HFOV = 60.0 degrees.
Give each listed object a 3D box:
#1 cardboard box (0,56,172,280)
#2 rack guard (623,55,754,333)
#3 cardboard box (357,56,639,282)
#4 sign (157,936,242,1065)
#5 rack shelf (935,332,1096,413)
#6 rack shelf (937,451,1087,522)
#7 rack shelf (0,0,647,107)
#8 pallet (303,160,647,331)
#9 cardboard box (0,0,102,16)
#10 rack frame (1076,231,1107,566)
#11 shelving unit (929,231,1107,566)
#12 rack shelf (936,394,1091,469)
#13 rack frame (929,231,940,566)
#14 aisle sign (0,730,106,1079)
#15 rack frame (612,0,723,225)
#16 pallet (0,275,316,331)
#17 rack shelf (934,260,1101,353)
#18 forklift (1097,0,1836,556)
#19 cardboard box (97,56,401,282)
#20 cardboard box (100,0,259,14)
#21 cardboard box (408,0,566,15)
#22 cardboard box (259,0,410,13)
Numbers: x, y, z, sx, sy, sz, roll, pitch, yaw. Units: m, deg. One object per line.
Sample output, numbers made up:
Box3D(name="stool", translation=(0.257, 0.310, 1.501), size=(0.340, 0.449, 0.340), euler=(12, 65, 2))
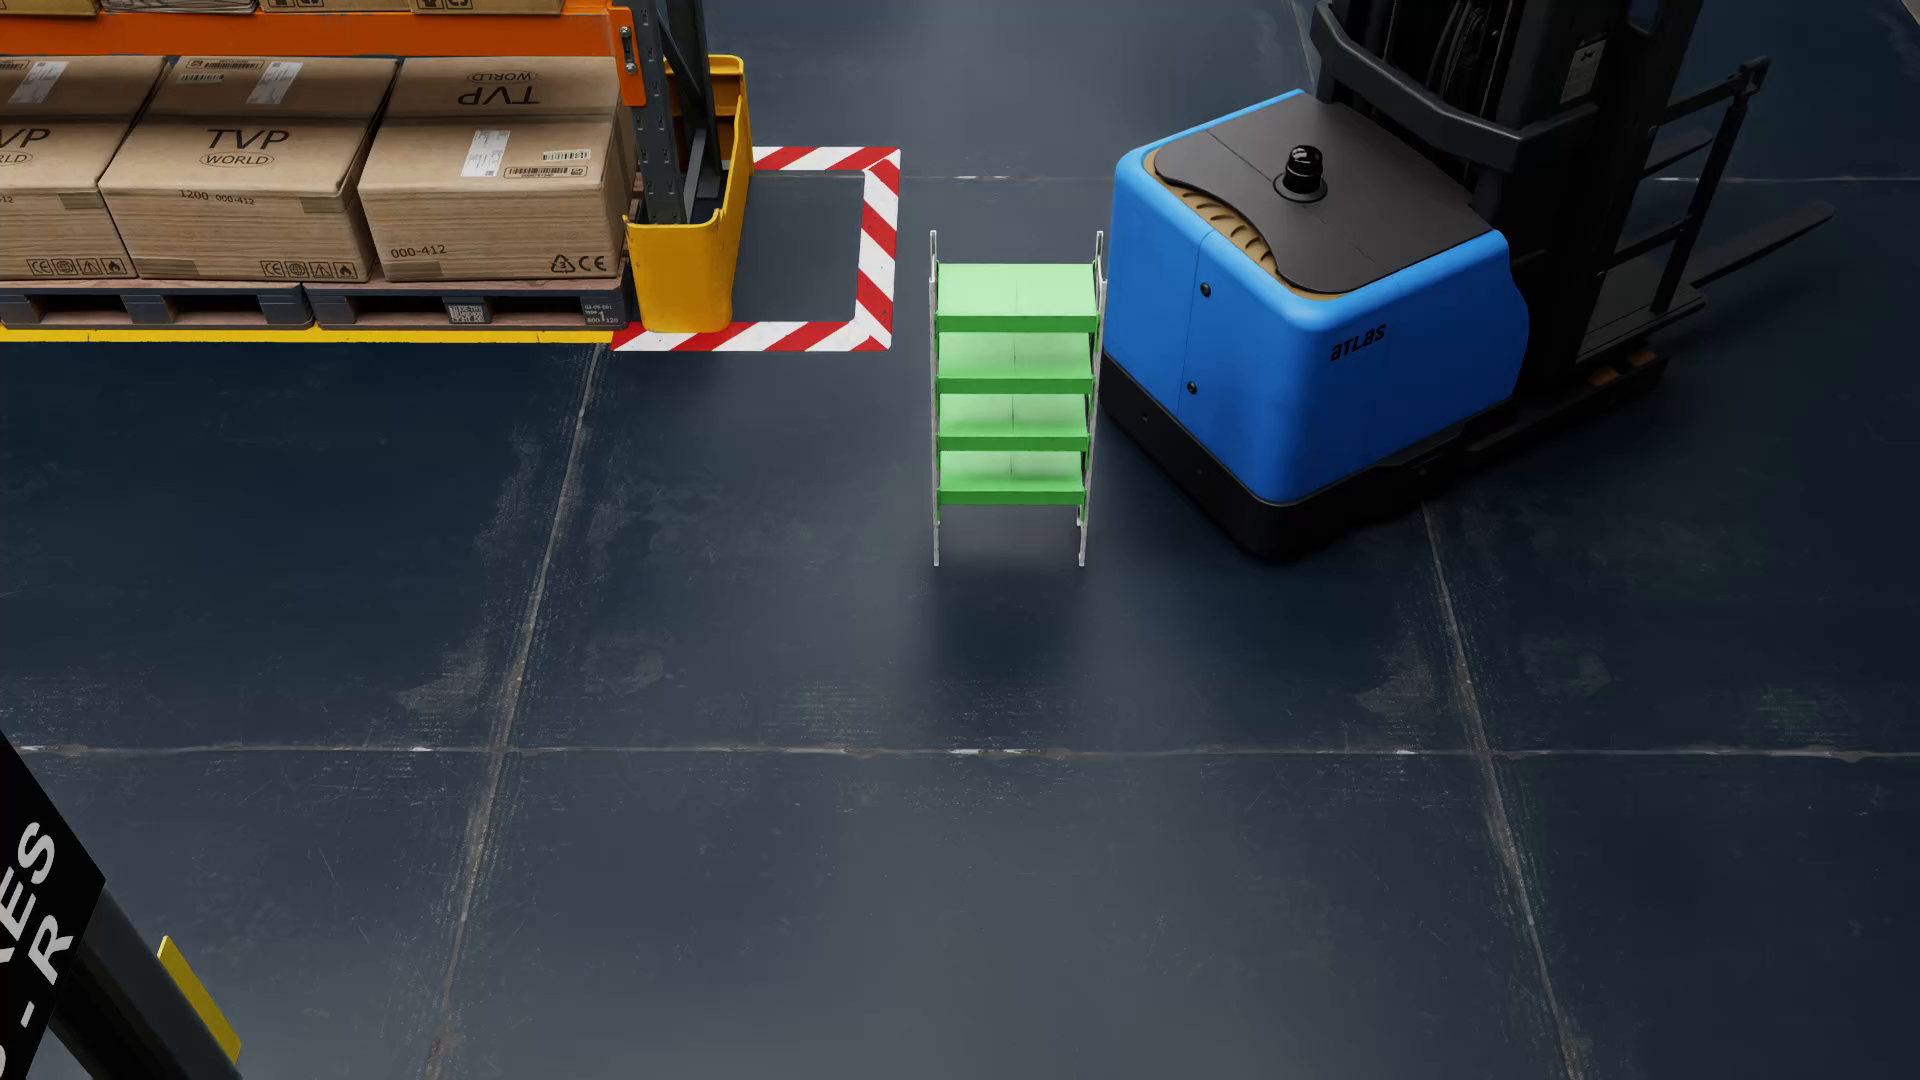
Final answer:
Box3D(name="cardboard box", translation=(-3.561, -1.447, 6.429), size=(0.875, 0.438, 0.875), euler=(-1, 47, -1))
Box3D(name="rack guard", translation=(-1.060, -1.397, 6.626), size=(0.348, 0.500, 1.175), euler=(0, 47, 0))
Box3D(name="cardboard box", translation=(-1.744, -1.447, 6.429), size=(0.875, 0.438, 0.875), euler=(-1, 47, -1))
Box3D(name="sign", translation=(-1.097, 0.693, 2.382), size=(0.005, 0.325, 0.100), euler=(0, 47, 0))
Box3D(name="rack shelf", translation=(0.166, -0.528, 5.099), size=(0.480, 0.148, 0.258), euler=(0, 47, 0))
Box3D(name="rack shelf", translation=(0.166, -0.201, 5.451), size=(0.480, 0.148, 0.258), euler=(0, 47, 0))
Box3D(name="rack shelf", translation=(-3.084, -2.009, 5.980), size=(4.000, 0.370, 1.077), euler=(0, 47, 0))
Box3D(name="pallet", translation=(-1.884, -1.243, 6.681), size=(1.213, 0.211, 1.003), euler=(0, 47, 0))
Box3D(name="cardboard box", translation=(-3.100, -2.089, 5.494), size=(0.500, 0.500, 0.500), euler=(1, 47, 1))
Box3D(name="rack frame", translation=(0.410, -0.408, 5.228), size=(0.015, 1.200, 0.240), euler=(0, 47, 0))
Box3D(name="shelving unit", translation=(0.166, -0.408, 5.228), size=(0.503, 1.200, 0.258), euler=(0, 47, 0))
Box3D(name="rack shelf", translation=(0.166, -0.365, 5.275), size=(0.480, 0.148, 0.258), euler=(0, 47, 0))
Box3D(name="rack frame", translation=(-0.078, -0.409, 5.229), size=(0.015, 1.200, 0.240), euler=(0, 47, 0))
Box3D(name="aisle sign", translation=(-1.029, 0.284, 1.578), size=(0.004, 0.787, 0.394), euler=(0, 47, 0))
Box3D(name="rack frame", translation=(-1.084, -2.248, 5.711), size=(0.127, 3.000, 1.000), euler=(0, 47, 0))
Box3D(name="pallet", translation=(-3.101, -1.249, 6.686), size=(1.213, 0.211, 1.003), euler=(0, 47, 0))
Box3D(name="rack shelf", translation=(0.166, -0.692, 4.924), size=(0.480, 0.148, 0.258), euler=(0, 47, 0))
Box3D(name="forklift", translation=(2.009, -1.777, 5.319), size=(3.031, 2.935, 1.130), euler=(-25, 52, -21))
Box3D(name="cardboard box", translation=(-2.660, -1.444, 6.426), size=(0.875, 0.438, 0.875), euler=(1, 47, 1))
Box3D(name="cardboard box", translation=(-2.584, -2.097, 5.502), size=(0.500, 0.500, 0.500), euler=(1, 47, 1))
Box3D(name="cardboard box", translation=(-1.567, -2.090, 5.496), size=(0.500, 0.500, 0.500), euler=(0, 47, 0))
Box3D(name="cardboard box", translation=(-2.069, -2.103, 5.507), size=(0.500, 0.500, 0.500), euler=(-1, 47, -1))
